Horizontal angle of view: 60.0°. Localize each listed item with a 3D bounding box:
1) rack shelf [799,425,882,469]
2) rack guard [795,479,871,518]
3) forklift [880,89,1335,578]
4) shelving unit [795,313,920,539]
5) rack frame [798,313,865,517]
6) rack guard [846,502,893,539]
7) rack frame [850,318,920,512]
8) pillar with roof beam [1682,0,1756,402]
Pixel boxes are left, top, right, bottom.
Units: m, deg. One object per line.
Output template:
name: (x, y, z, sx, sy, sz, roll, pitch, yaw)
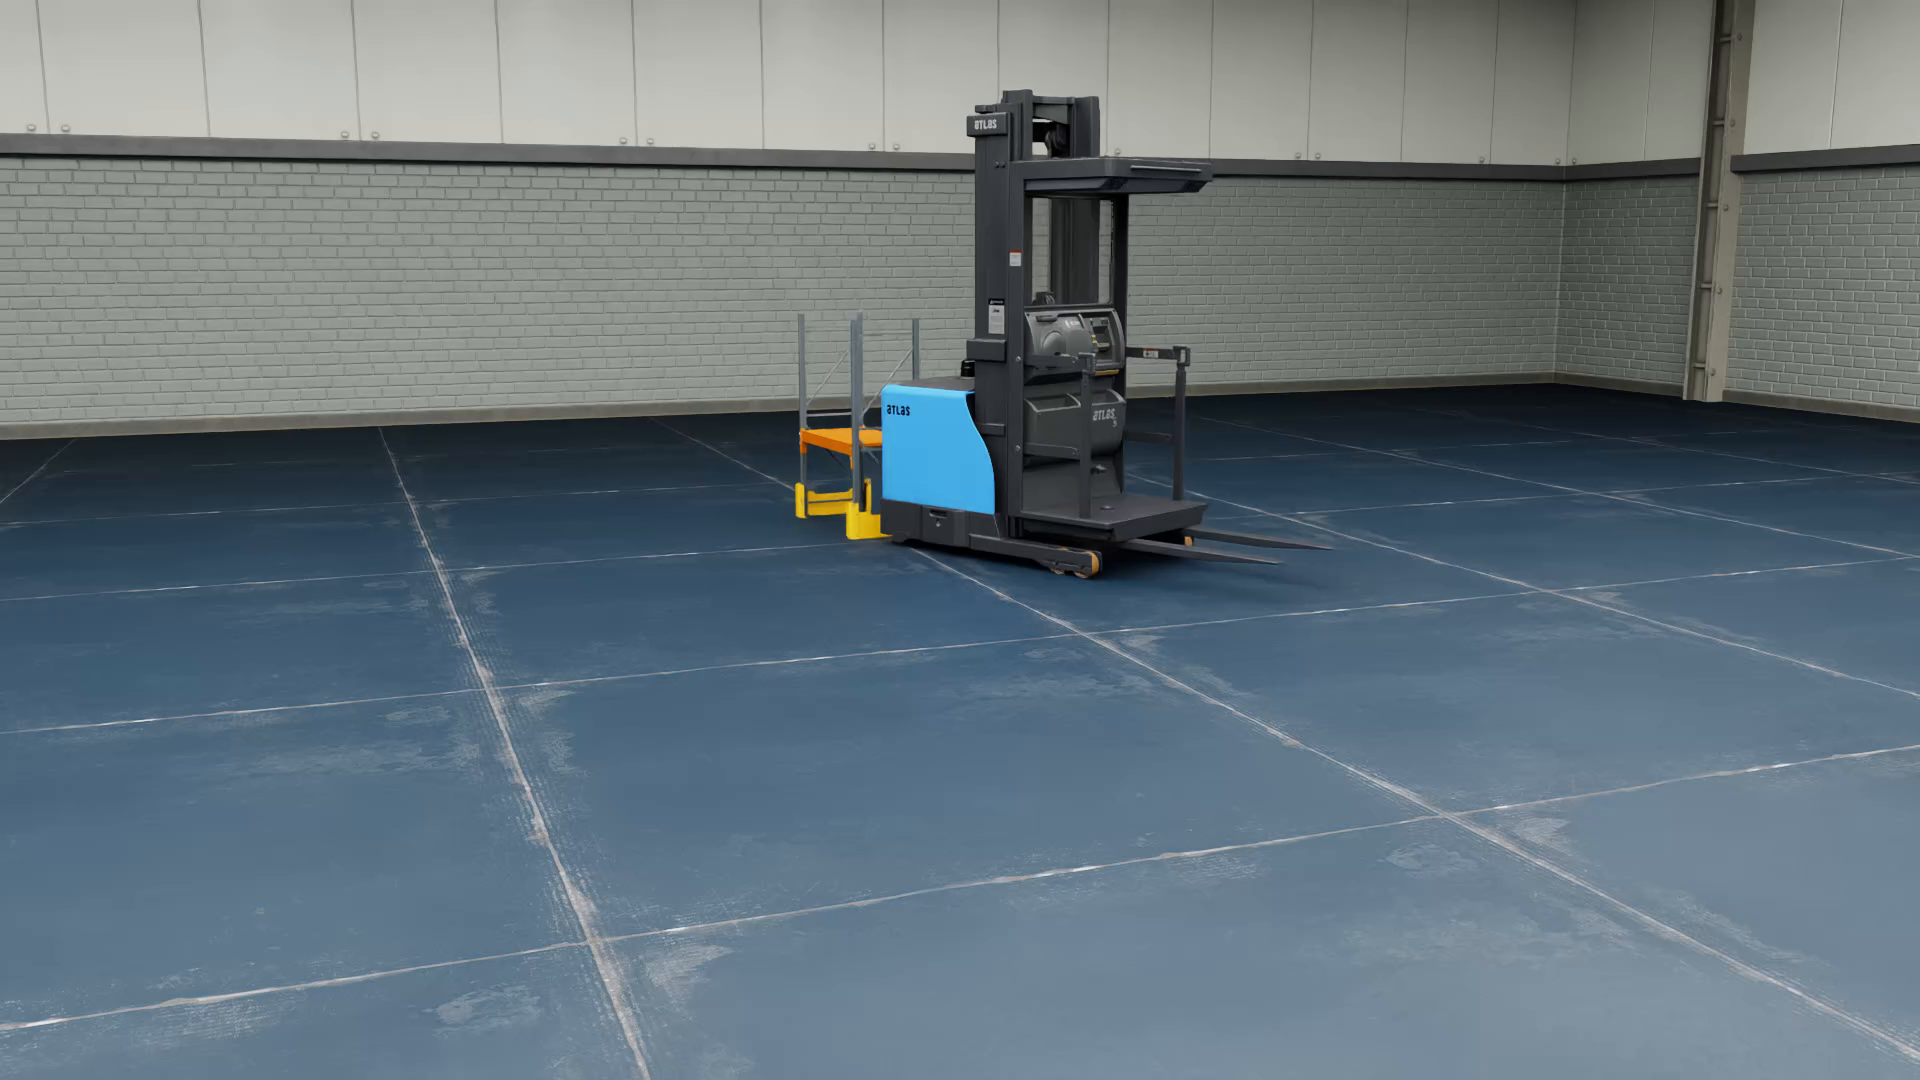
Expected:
rack shelf: (-0.732, -0.674, 11.954, 0.538, 0.185, 1.000, -5, 11, -25)
rack guard: (-0.946, -0.313, 12.464, 0.587, 0.250, 0.087, -5, 11, -25)
forklift: (0.890, -1.314, 10.437, 3.031, 2.935, 1.130, 9, 13, 41)
shelving unit: (-0.728, -0.850, 11.914, 0.587, 1.500, 1.083, -5, 11, -25)
rack frame: (-0.954, -0.931, 12.372, 0.500, 1.500, 0.032, -5, 11, -25)
rack guard: (-0.510, -0.156, 11.582, 0.587, 0.250, 0.087, -5, 11, -25)
rack frame: (-0.510, -0.771, 11.472, 0.500, 1.500, 0.032, -5, 11, -25)
pillar with roof beam: (5.649, -5.973, 19.302, 9.100, 9.000, 0.400, -4, 11, -21)
